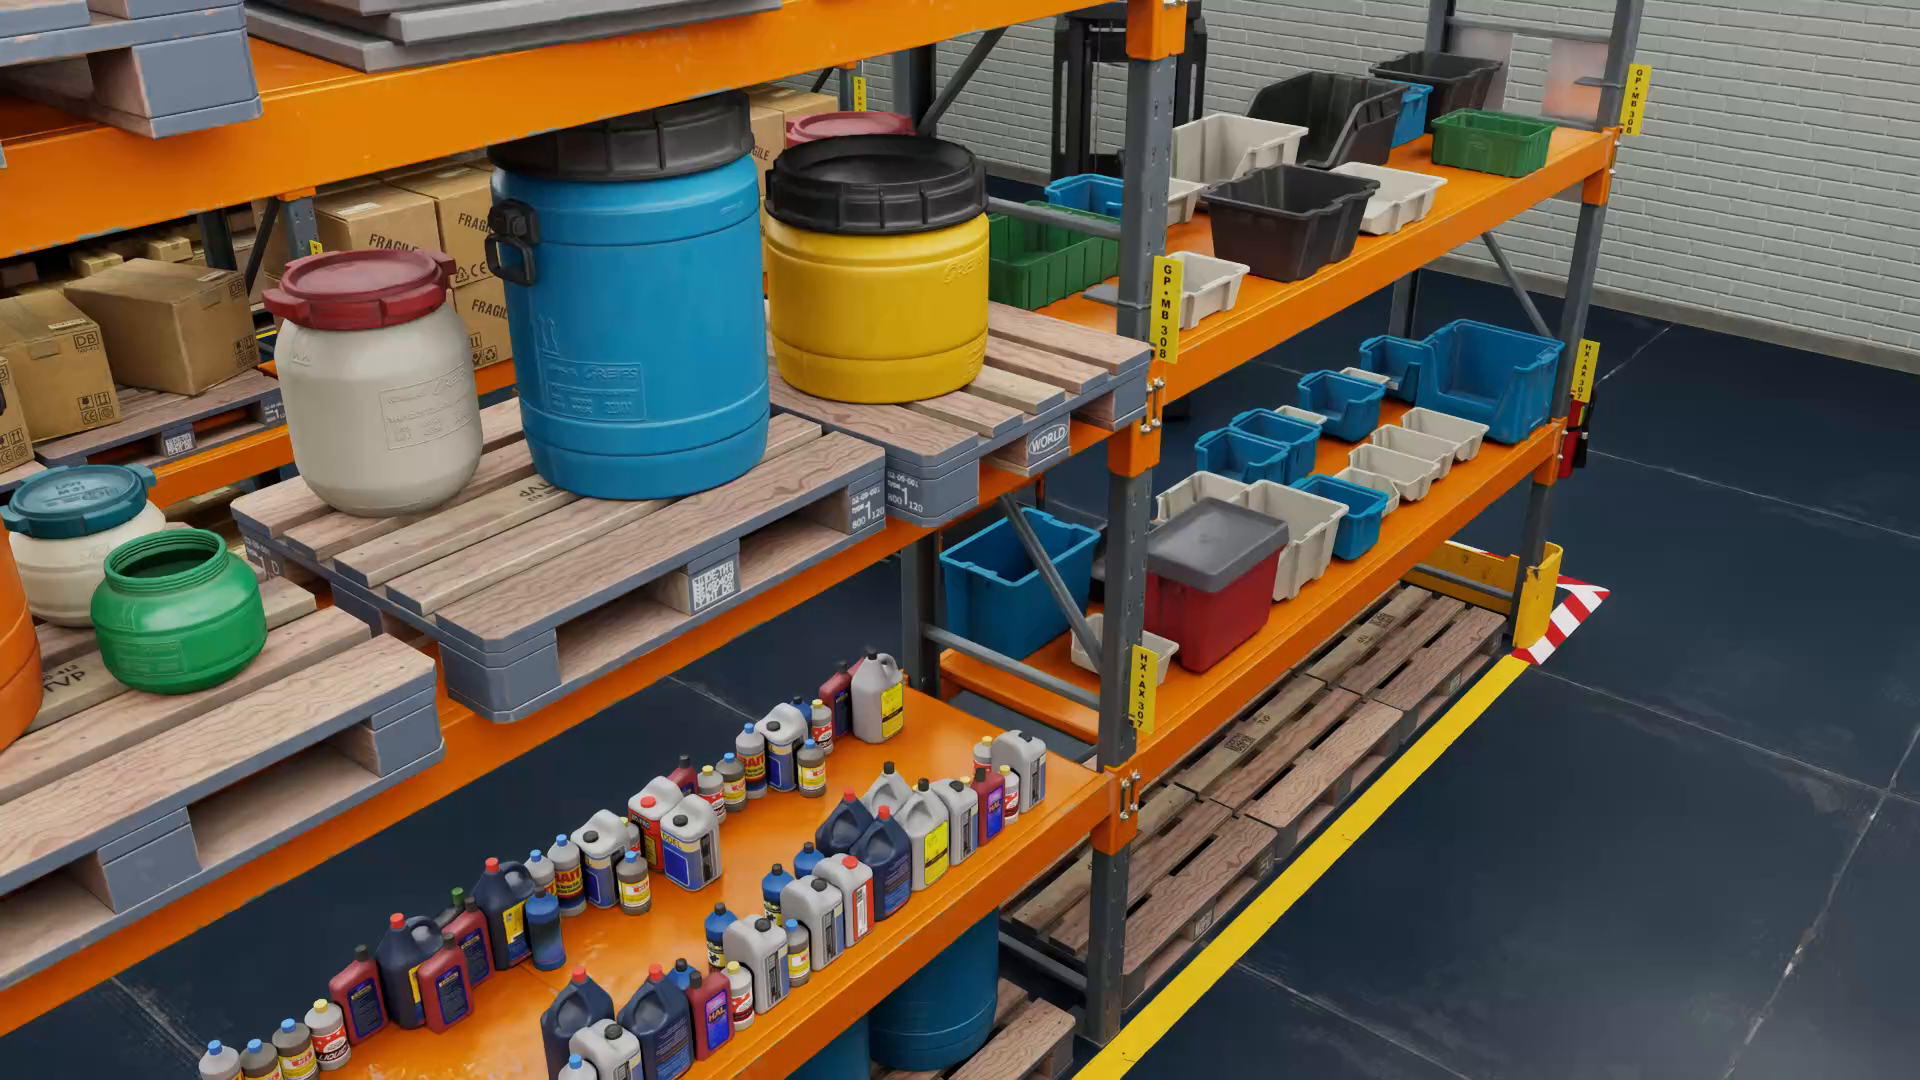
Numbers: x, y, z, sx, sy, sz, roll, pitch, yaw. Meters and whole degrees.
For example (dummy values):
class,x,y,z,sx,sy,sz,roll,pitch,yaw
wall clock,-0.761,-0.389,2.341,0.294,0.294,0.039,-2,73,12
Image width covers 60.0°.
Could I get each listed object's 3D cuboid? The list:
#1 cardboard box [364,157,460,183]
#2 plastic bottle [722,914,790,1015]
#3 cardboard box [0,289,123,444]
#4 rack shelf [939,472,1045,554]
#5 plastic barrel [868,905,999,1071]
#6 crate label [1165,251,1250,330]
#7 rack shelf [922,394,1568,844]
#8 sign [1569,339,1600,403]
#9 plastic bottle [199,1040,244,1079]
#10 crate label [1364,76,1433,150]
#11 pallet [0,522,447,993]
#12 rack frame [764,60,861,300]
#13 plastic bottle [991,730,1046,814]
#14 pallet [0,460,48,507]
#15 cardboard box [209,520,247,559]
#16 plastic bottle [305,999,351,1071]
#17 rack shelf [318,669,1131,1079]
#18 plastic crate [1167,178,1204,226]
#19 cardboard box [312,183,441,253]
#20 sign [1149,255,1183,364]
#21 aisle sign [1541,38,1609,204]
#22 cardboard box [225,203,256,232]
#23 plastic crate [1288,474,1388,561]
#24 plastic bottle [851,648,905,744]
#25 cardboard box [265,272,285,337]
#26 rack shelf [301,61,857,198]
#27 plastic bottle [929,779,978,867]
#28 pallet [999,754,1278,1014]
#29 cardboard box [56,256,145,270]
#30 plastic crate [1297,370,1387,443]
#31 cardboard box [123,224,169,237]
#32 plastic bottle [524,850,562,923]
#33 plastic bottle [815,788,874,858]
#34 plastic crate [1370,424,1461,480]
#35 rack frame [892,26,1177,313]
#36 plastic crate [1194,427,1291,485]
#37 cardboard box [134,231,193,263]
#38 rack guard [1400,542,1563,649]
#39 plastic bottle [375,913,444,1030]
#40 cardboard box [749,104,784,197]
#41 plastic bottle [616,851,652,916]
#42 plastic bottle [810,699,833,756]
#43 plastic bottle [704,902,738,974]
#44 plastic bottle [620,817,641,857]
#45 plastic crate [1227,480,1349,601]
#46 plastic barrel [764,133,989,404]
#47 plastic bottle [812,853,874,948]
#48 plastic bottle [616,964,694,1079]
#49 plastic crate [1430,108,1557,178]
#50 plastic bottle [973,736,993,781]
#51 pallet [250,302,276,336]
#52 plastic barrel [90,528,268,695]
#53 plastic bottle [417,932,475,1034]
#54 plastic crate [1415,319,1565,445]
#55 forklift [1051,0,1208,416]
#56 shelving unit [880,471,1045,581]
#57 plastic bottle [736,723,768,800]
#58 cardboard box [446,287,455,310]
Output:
class,x,y,z,sx,sy,sz,roll,pitch,yaw
cardboard box,-3.171,-1.900,9.462,0.500,0.500,0.500,20,33,33
plastic bottle,-0.585,1.202,4.796,0.152,0.276,0.135,21,34,34
cardboard box,-4.479,-0.840,8.044,0.500,0.500,0.700,-22,35,-36
rack shelf,0.004,-0.285,10.109,0.538,0.278,1.000,21,34,34
plastic barrel,-0.156,1.408,6.090,0.600,0.901,0.708,21,34,34
crate label,0.737,-0.830,5.611,0.293,0.136,0.466,21,34,34
rack shelf,1.475,0.085,7.604,1.077,0.370,4.000,21,34,34
sign,3.182,-0.861,8.472,0.100,0.325,0.005,21,34,34
plastic bottle,-1.931,1.426,4.368,0.097,0.271,0.097,0,27,0
crate label,1.911,-1.977,7.704,0.408,0.251,0.502,21,34,34
pallet,-1.779,0.402,3.150,1.003,0.211,1.213,21,34,34
rack frame,-1.073,-2.393,11.610,1.000,3.000,0.127,21,34,34
plastic bottle,0.202,0.764,5.644,0.152,0.276,0.135,21,34,34
pallet,-4.928,-0.162,7.507,1.003,0.211,1.213,21,34,34
cardboard box,-3.710,0.199,8.842,0.500,0.500,0.500,21,34,34
plastic bottle,-1.746,1.354,4.584,0.097,0.201,0.097,0,27,0
rack shelf,-1.069,1.503,4.862,1.077,0.370,4.000,21,34,34
plastic crate,0.718,-1.303,6.526,0.293,0.136,0.466,21,34,34
cardboard box,-3.100,-1.548,8.780,0.500,0.500,0.500,22,34,36
sign,0.626,-0.700,5.065,0.100,0.325,0.005,21,34,34
aisle sign,3.019,-2.038,8.096,0.394,0.787,0.004,21,34,34
cardboard box,-5.983,-2.670,13.704,0.380,0.149,0.250,21,34,35
plastic crate,1.639,-0.093,7.282,0.416,0.233,0.300,21,34,34
plastic bottle,-0.297,0.541,5.993,0.144,0.351,0.185,21,34,34
cardboard box,-3.497,-1.271,9.333,0.500,0.500,0.500,21,34,35
rack shelf,-2.345,-2.696,9.716,1.077,0.370,4.000,21,34,34
plastic bottle,-0.031,0.894,5.393,0.152,0.276,0.135,21,34,34
pallet,0.641,1.441,7.234,1.003,0.211,1.213,21,34,34
cardboard box,-6.565,-1.909,12.940,0.700,0.500,0.500,20,34,34
plastic crate,1.917,-0.671,8.400,0.416,0.233,0.300,21,34,34
cardboard box,-6.470,-2.397,13.177,0.380,0.149,0.250,21,34,35
plastic bottle,-1.279,1.063,5.071,0.097,0.271,0.097,0,27,0
plastic bottle,-0.358,0.942,5.219,0.144,0.351,0.185,21,34,34
plastic crate,2.173,-0.412,8.004,0.396,0.136,0.243,21,34,34
rack frame,0.203,-2.190,4.689,1.000,3.000,0.127,21,34,34
plastic crate,1.308,-0.331,7.743,0.416,0.233,0.300,21,34,34
cardboard box,-6.196,-2.274,12.938,0.380,0.149,0.250,20,33,33
rack guard,2.752,0.154,9.407,1.175,0.500,0.348,21,34,34
plastic bottle,-1.553,1.197,4.725,0.144,0.351,0.185,21,34,34
cardboard box,-1.464,-2.463,10.550,0.500,0.500,0.500,22,34,36
plastic bottle,-1.014,1.056,5.160,0.097,0.201,0.097,0,27,0
plastic bottle,-0.504,0.662,5.922,0.097,0.201,0.097,0,27,0
plastic bottle,-0.693,1.174,4.855,0.097,0.271,0.097,0,27,0
plastic bottle,-1.069,0.977,5.313,0.097,0.201,0.097,0,27,0
plastic crate,1.316,0.013,7.024,0.437,0.282,0.530,21,34,34
plastic barrel,-0.221,-0.745,4.499,0.600,0.588,0.600,0,27,0
plastic bottle,-0.352,1.072,5.048,0.152,0.276,0.135,21,34,34
plastic bottle,-0.830,1.309,4.509,0.144,0.351,0.185,21,34,34
plastic crate,2.340,-1.749,7.331,0.450,0.188,0.336,21,34,34
plastic bottle,0.094,0.767,5.718,0.097,0.201,0.097,0,27,0
pallet,-6.122,-1.863,13.622,1.003,0.211,1.213,21,34,34
plastic barrel,-1.490,0.135,3.173,0.294,0.245,0.294,0,27,0
plastic bottle,-1.457,1.248,4.700,0.061,0.283,0.133,21,34,34
plastic crate,2.678,-0.813,8.452,0.616,0.435,0.499,21,34,34
forklift,1.237,-2.827,12.525,1.130,2.935,3.031,2,27,4
shelving unit,0.004,-0.502,9.996,0.538,1.125,1.048,21,34,34
plastic bottle,-0.713,0.747,5.681,0.097,0.271,0.097,0,27,0
cardboard box,-3.082,-1.120,9.041,0.500,0.500,0.500,22,34,36
